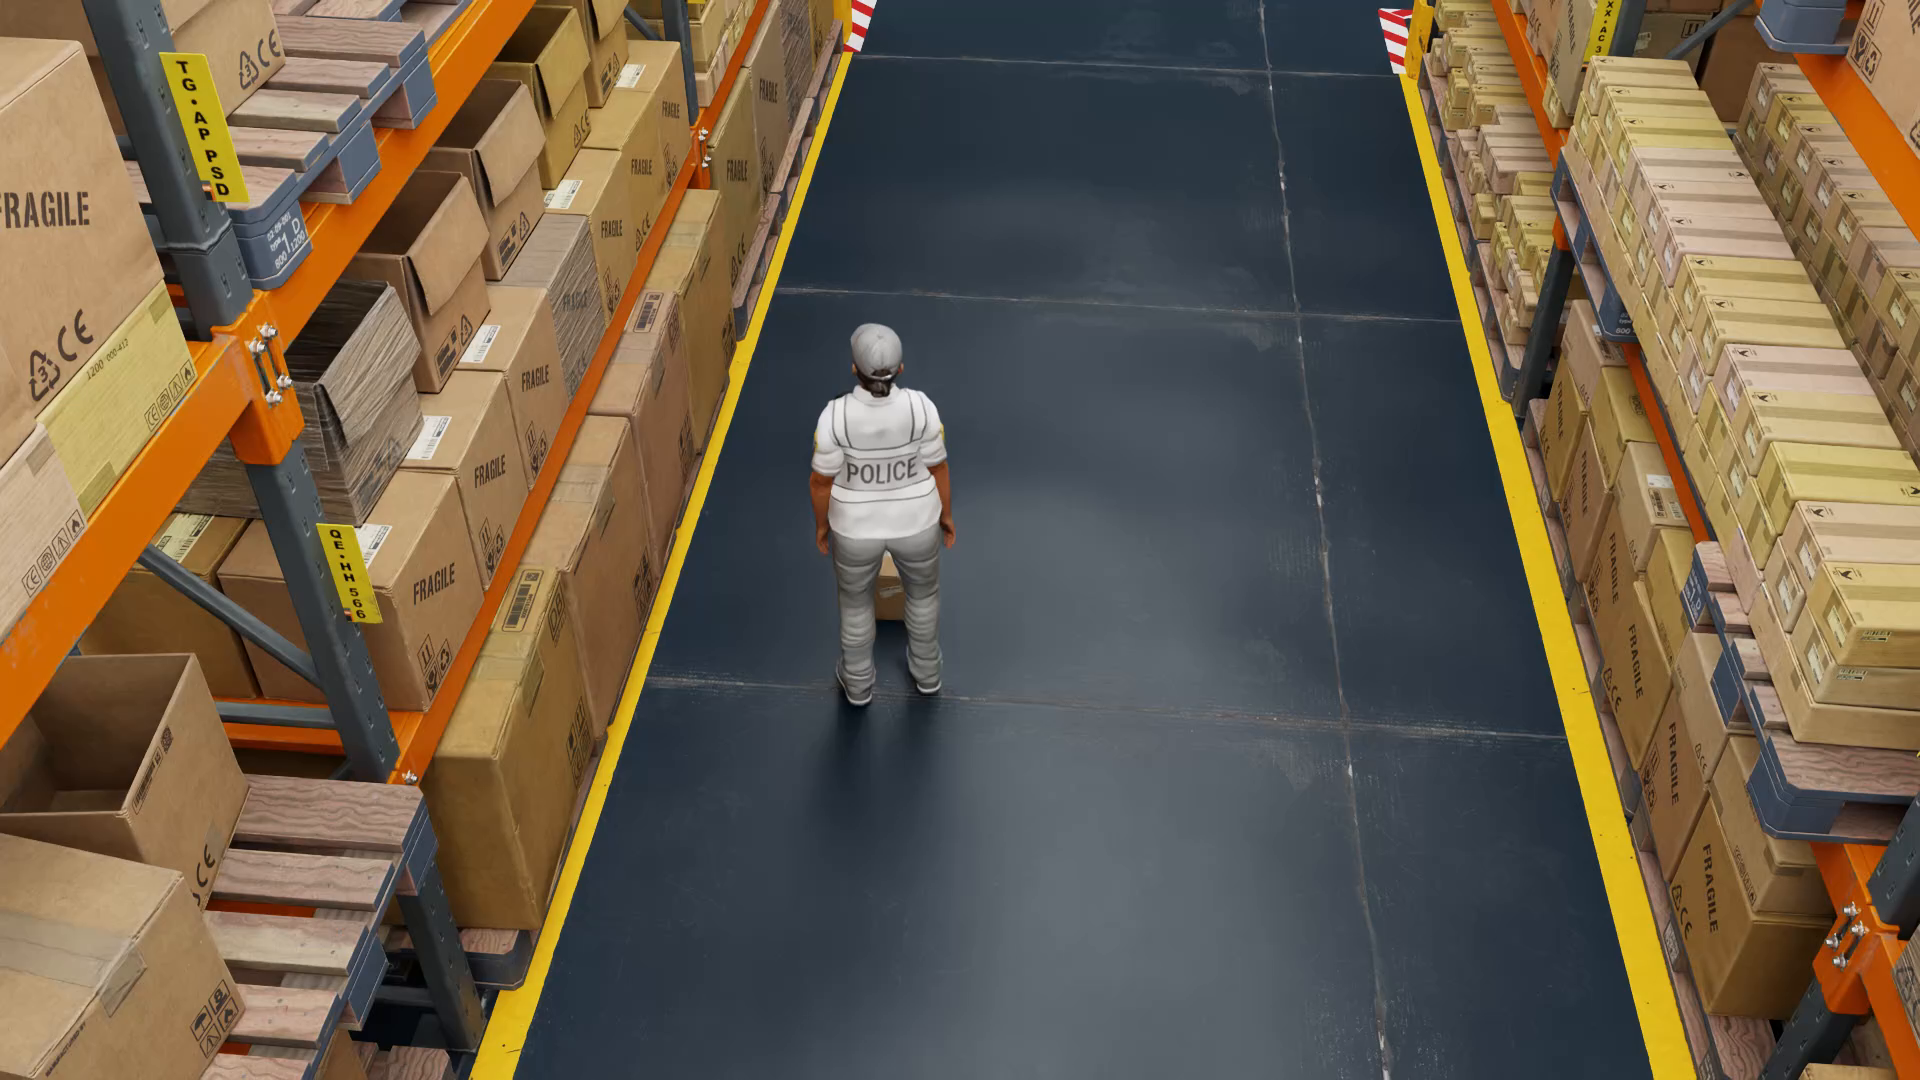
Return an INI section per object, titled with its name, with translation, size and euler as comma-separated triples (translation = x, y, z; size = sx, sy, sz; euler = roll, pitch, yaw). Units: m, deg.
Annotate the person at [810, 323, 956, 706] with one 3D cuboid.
[person]
translation = -0.281, -0.071, 6.210
size = 0.533, 1.669, 0.391
euler = -3, 40, -4
